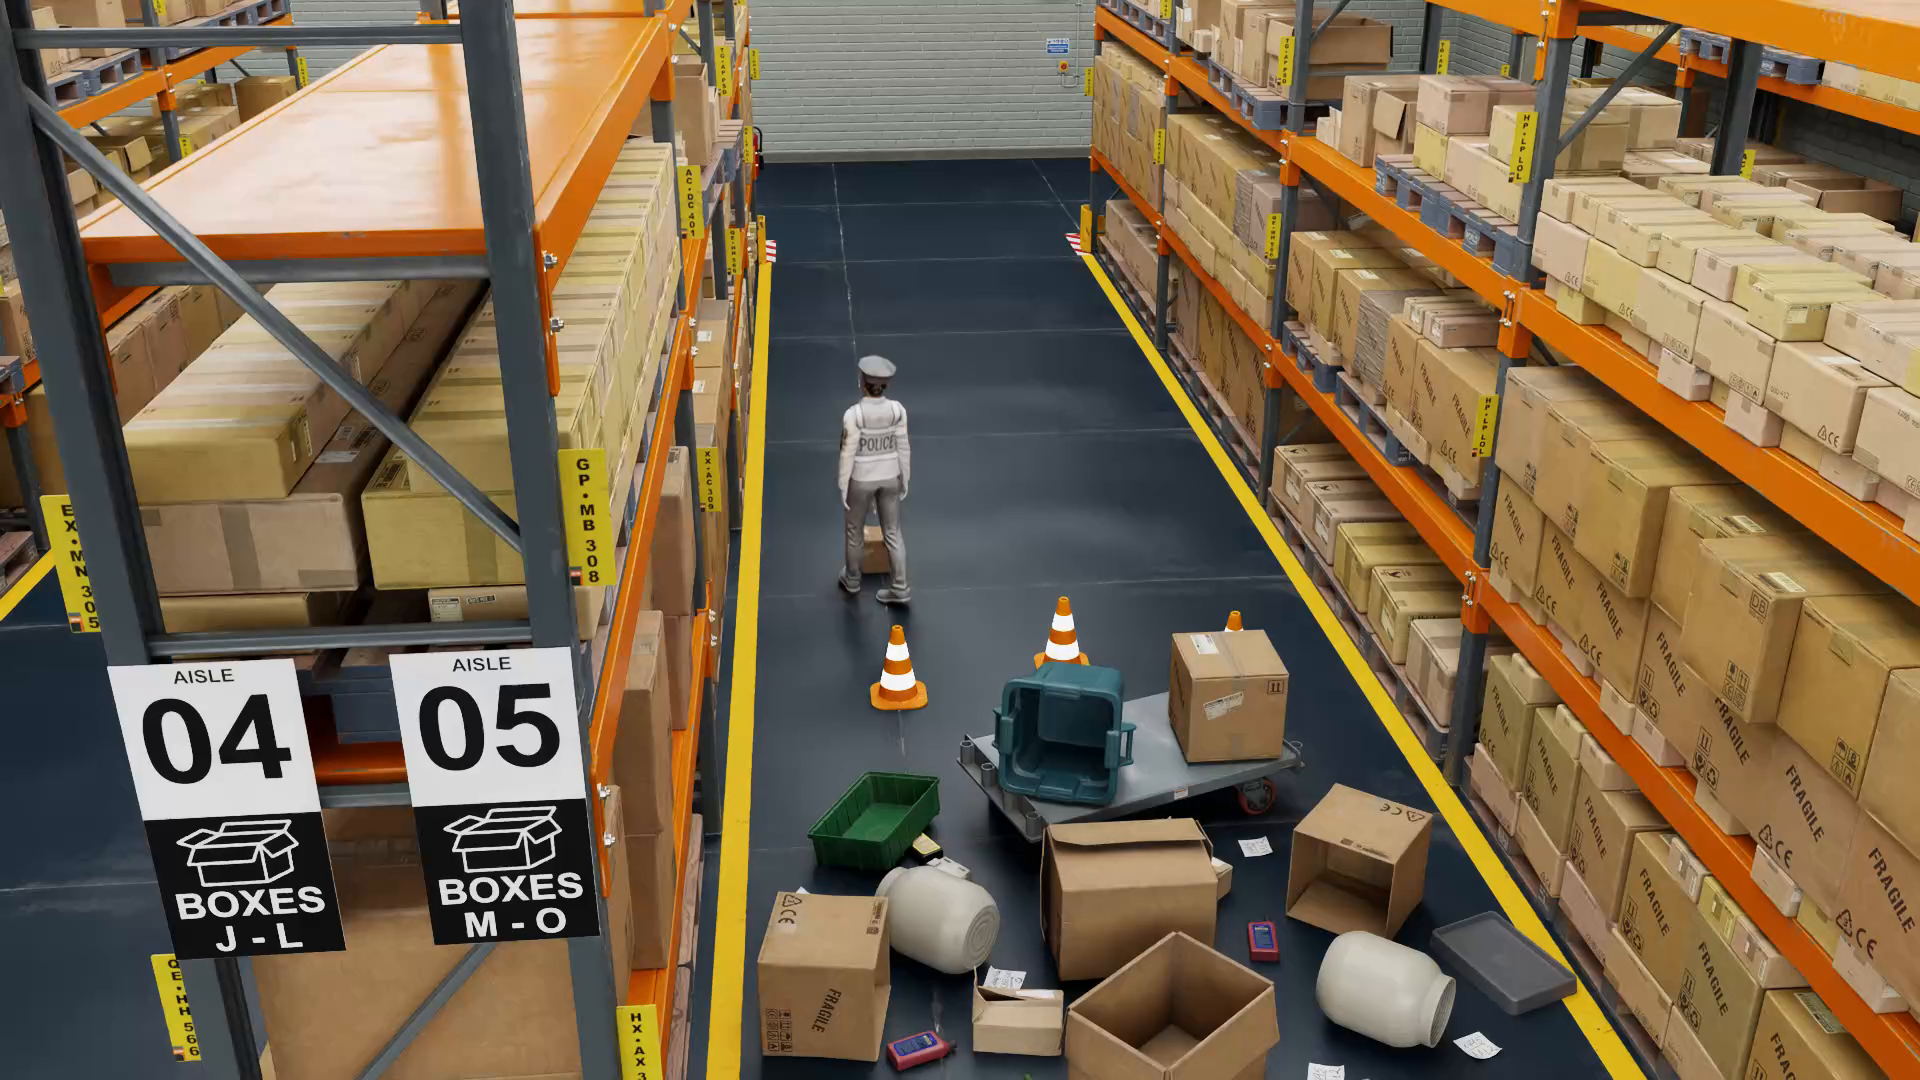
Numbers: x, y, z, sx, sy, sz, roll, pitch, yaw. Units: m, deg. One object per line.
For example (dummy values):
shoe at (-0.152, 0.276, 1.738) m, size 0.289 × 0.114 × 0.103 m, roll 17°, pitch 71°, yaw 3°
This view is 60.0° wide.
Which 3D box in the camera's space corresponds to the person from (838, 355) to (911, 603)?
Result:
person at (-0.592, -0.400, 10.984) m, size 0.507 × 1.674 × 0.636 m, roll -10°, pitch 26°, yaw -20°
